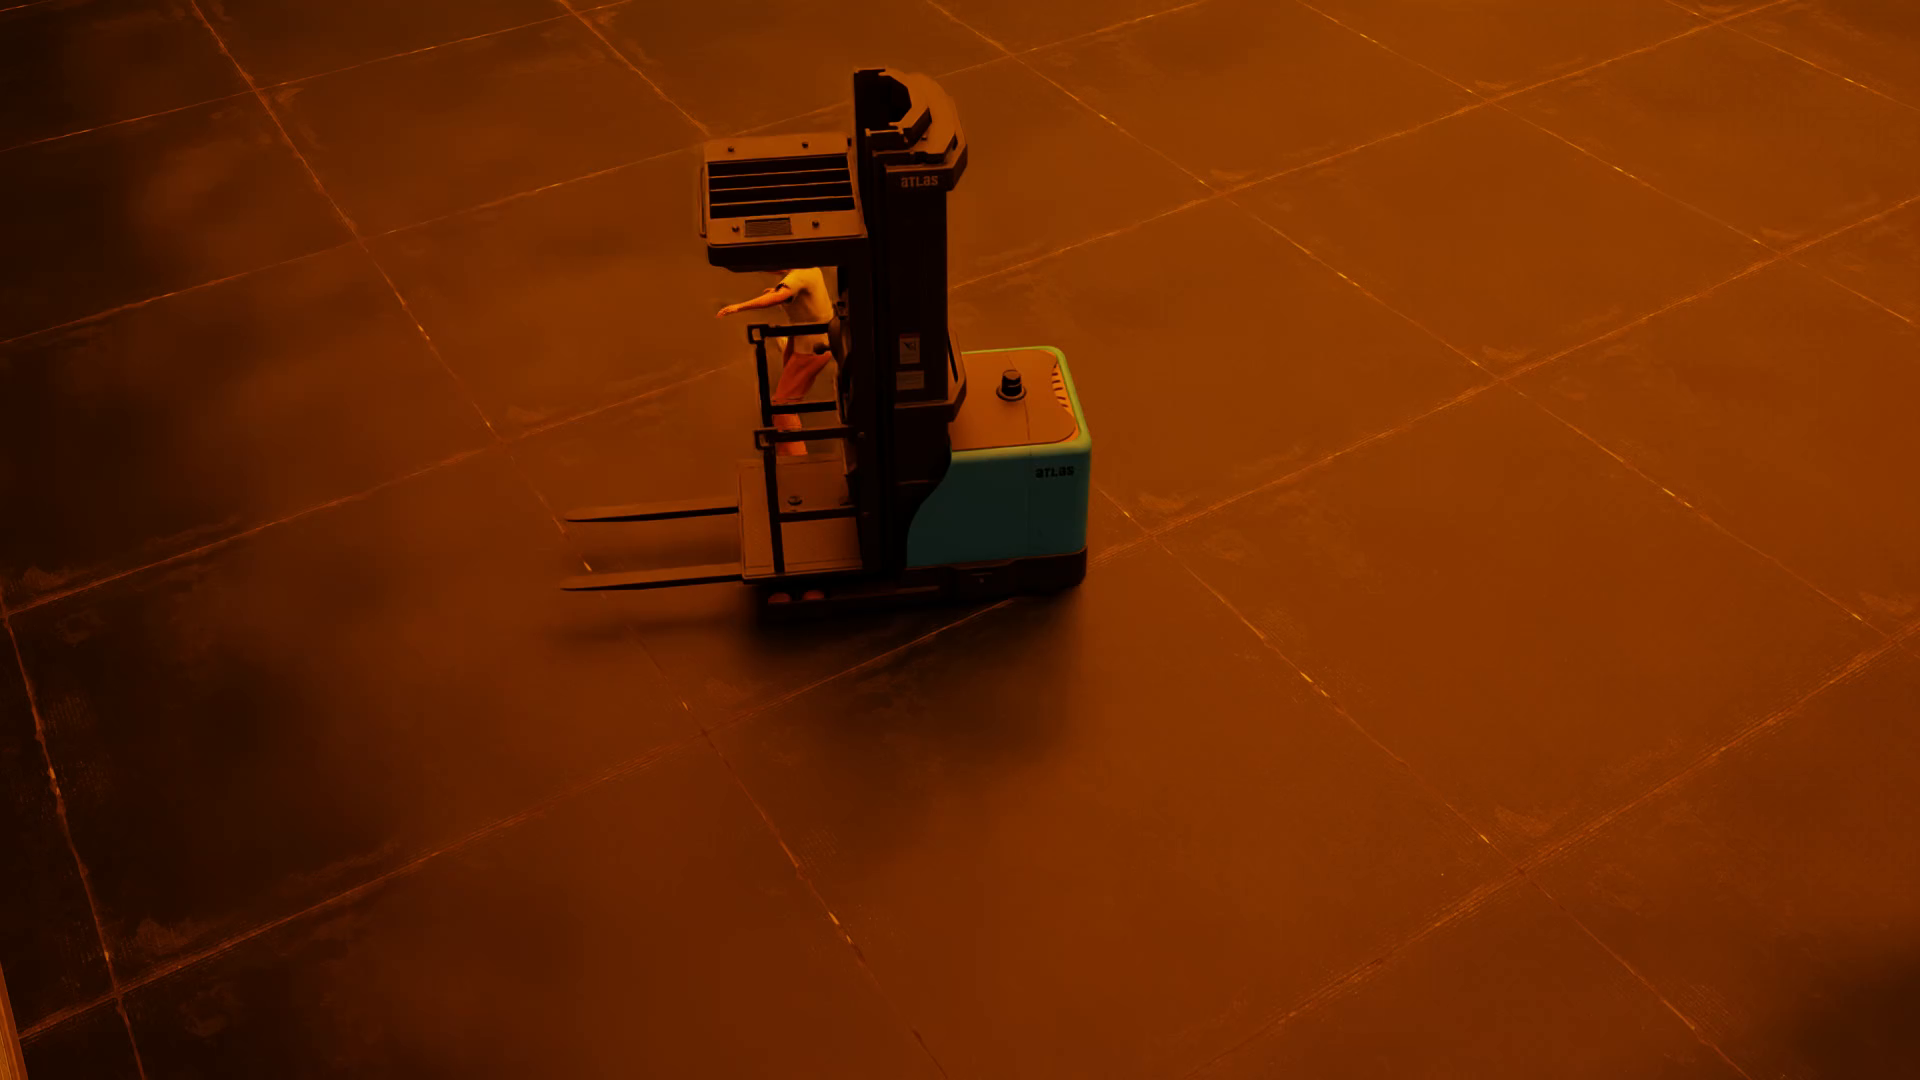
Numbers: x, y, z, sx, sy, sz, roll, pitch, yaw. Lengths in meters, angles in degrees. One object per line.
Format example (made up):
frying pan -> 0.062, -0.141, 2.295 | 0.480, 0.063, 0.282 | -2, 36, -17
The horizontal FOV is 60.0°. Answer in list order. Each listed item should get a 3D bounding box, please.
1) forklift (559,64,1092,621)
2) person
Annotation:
forklift -> -0.817, -1.008, 9.025 | 3.031, 2.935, 1.130 | -5, 41, -6
person -> -1.110, -1.278, 10.558 | 0.810, 1.326, 1.263 | 15, 43, 16
